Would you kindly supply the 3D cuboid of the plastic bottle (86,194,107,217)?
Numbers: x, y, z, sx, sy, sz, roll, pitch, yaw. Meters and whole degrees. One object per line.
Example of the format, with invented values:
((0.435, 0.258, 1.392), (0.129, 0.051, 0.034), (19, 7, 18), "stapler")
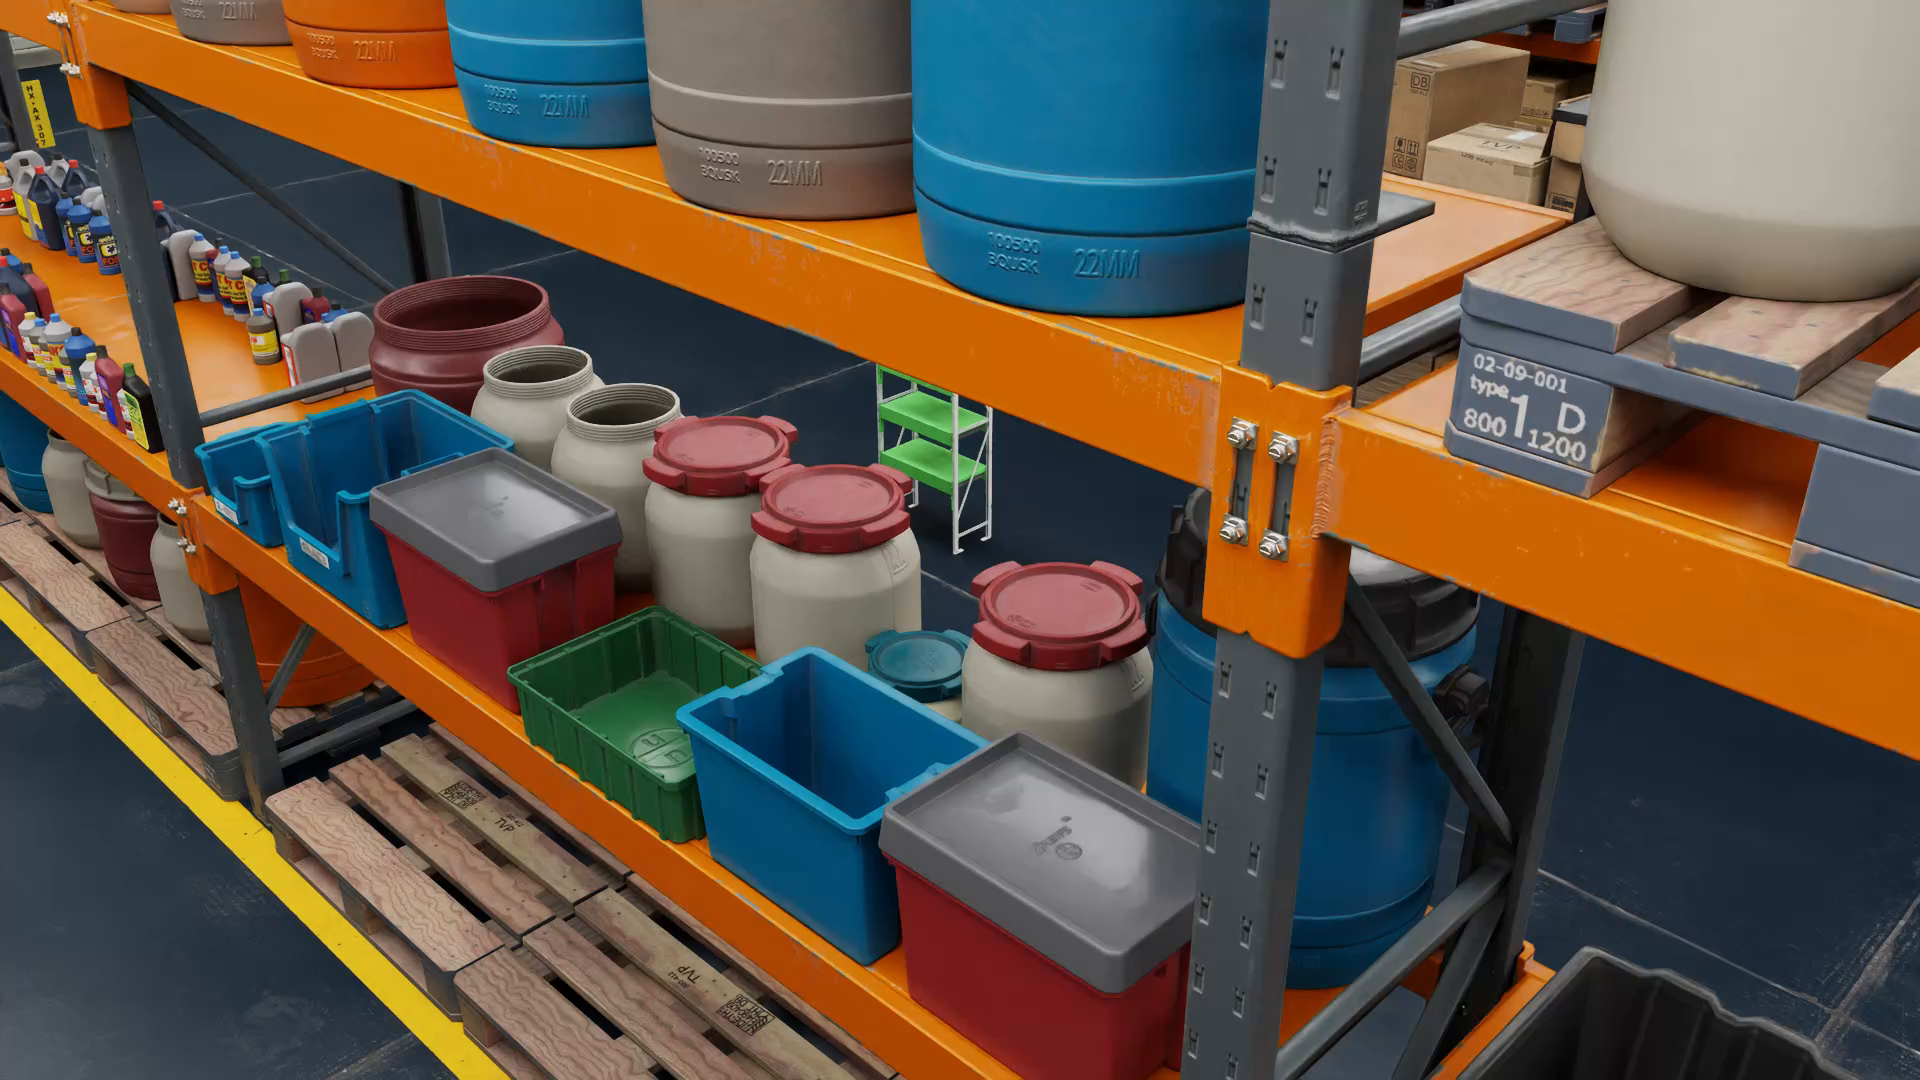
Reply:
((-3.738, -1.399, 7.322), (0.135, 0.276, 0.152), (25, 36, 38), "plastic bottle")

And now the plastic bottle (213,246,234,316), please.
((-2.914, -1.038, 6.640), (0.097, 0.271, 0.097), (0, 28, 0), "plastic bottle")

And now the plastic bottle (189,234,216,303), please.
((-3.078, -1.113, 6.783), (0.097, 0.271, 0.097), (0, 28, 0), "plastic bottle")

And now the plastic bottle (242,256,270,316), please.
((-2.749, -0.980, 6.516), (0.133, 0.283, 0.061), (25, 36, 38), "plastic bottle")

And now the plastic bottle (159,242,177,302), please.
((-3.302, -1.136, 6.741), (0.185, 0.351, 0.144), (25, 36, 38), "plastic bottle")

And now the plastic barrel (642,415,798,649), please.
((-0.617, -0.019, 4.417), (0.433, 0.535, 0.433), (0, 28, 0), "plastic barrel")

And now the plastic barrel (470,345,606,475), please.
((-1.226, -0.283, 4.945), (0.421, 0.512, 0.421), (0, 28, 0), "plastic barrel")

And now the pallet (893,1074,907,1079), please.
((0.156, 1.798, 4.104), (1.213, 0.211, 1.003), (25, 36, 38), "pallet")

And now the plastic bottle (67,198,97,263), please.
((-3.812, -1.350, 7.233), (0.097, 0.271, 0.097), (0, 28, 0), "plastic bottle")

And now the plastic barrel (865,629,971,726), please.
((-0.093, 0.385, 3.943), (0.301, 0.262, 0.301), (0, 28, 0), "plastic barrel")

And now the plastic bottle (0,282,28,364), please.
((-3.512, -0.810, 6.193), (0.133, 0.283, 0.061), (25, 36, 38), "plastic bottle")

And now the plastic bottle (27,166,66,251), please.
((-4.046, -1.482, 7.399), (0.185, 0.351, 0.144), (25, 36, 38), "plastic bottle")

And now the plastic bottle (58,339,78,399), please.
((-3.139, -0.615, 5.910), (0.097, 0.201, 0.097), (0, 28, 0), "plastic bottle")

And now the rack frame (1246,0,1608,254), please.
((0.743, -1.848, 1.596), (0.127, 3.000, 1.000), (25, 36, 38), "rack frame")

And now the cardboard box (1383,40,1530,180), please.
((2.245, -2.060, 7.886), (0.700, 0.500, 0.500), (-19, 33, -32), "cardboard box")

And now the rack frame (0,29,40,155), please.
((-4.961, -1.803, 7.957), (0.127, 3.000, 1.000), (25, 36, 38), "rack frame")

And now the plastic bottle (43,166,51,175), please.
((-4.193, -1.608, 7.718), (0.135, 0.276, 0.152), (25, 36, 38), "plastic bottle")

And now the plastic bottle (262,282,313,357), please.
((-2.521, -0.843, 6.263), (0.135, 0.276, 0.152), (25, 36, 38), "plastic bottle")

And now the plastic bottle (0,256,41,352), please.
((-3.596, -0.905, 6.302), (0.185, 0.351, 0.144), (25, 36, 38), "plastic bottle")

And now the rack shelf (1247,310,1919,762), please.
((2.169, 0.450, 1.221), (4.000, 0.370, 1.077), (25, 36, 38), "rack shelf")

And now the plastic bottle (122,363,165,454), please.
((-2.697, -0.437, 5.483), (0.133, 0.283, 0.061), (25, 36, 38), "plastic bottle")

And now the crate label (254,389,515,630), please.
((-1.590, -0.100, 4.679), (0.616, 0.435, 0.502), (25, 36, 38), "crate label")

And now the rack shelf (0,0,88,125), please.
((-3.535, -2.160, 6.185), (4.000, 0.370, 1.077), (25, 36, 38), "rack shelf")

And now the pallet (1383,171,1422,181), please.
((1.946, -1.860, 8.270), (1.003, 0.211, 1.213), (25, 36, 38), "pallet")

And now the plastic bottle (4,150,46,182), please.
((-4.454, -1.727, 7.945), (0.135, 0.276, 0.152), (25, 36, 38), "plastic bottle")

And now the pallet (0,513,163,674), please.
((-3.566, 0.095, 7.343), (1.213, 0.211, 1.003), (25, 36, 38), "pallet")

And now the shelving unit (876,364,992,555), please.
((-0.118, -0.585, 7.573), (0.503, 1.200, 0.258), (25, 36, 38), "shelving unit")

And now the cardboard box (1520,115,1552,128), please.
((4.260, -2.962, 12.396), (0.500, 0.500, 0.500), (24, 36, 38), "cardboard box")

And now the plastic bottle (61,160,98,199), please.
((-3.945, -1.530, 7.490), (0.185, 0.351, 0.144), (25, 36, 38), "plastic bottle")

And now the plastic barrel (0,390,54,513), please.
((-4.081, -0.646, 7.560), (0.708, 0.901, 0.600), (25, 36, 38), "plastic barrel")

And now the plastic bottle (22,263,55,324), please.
((-3.542, -0.918, 6.398), (0.133, 0.283, 0.061), (25, 36, 38), "plastic bottle")

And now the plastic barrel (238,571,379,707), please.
((-2.470, 0.122, 6.175), (0.708, 0.830, 0.600), (25, 36, 38), "plastic barrel")

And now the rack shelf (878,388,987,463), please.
((-0.118, -0.529, 7.603), (0.480, 0.148, 0.258), (25, 36, 38), "rack shelf")

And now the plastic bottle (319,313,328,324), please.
((-2.324, -0.737, 6.143), (0.097, 0.201, 0.097), (0, 28, 0), "plastic bottle")

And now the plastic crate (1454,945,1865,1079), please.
((1.027, 1.047, 2.602), (0.504, 0.338, 0.767), (25, 36, 38), "plastic crate")

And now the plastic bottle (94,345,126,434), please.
((-2.861, -0.512, 5.627), (0.133, 0.283, 0.061), (25, 36, 38), "plastic bottle")

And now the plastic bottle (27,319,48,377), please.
((-3.347, -0.710, 6.091), (0.097, 0.201, 0.097), (0, 28, 0), "plastic bottle")

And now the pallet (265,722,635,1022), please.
((-1.584, 1.002, 5.618), (1.213, 0.211, 1.003), (25, 36, 38), "pallet")

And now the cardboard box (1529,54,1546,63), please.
((4.229, -3.637, 12.873), (0.500, 0.250, 0.500), (24, 36, 38), "cardboard box")

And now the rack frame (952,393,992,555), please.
((0.056, -0.505, 7.422), (0.015, 1.200, 0.240), (25, 36, 38), "rack frame")

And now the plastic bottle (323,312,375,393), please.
((-2.191, -0.692, 5.976), (0.135, 0.276, 0.152), (25, 36, 38), "plastic bottle")

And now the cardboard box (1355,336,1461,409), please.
((2.260, -0.842, 8.341), (0.500, 0.500, 0.700), (21, 34, 34), "cardboard box")

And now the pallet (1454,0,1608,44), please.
((4.330, -3.867, 12.088), (1.003, 0.211, 1.213), (25, 36, 38), "pallet")

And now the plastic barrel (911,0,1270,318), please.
((0.228, -0.836, 2.356), (0.708, 0.901, 0.600), (25, 36, 38), "plastic barrel")

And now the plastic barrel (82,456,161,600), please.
((-3.275, -0.139, 6.932), (0.708, 0.588, 0.600), (25, 36, 38), "plastic barrel")

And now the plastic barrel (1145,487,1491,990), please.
((0.680, 0.358, 3.307), (0.708, 0.901, 0.600), (25, 36, 38), "plastic barrel")

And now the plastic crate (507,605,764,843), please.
((-0.697, 0.426, 3.944), (0.662, 0.188, 0.450), (25, 36, 38), "plastic crate")

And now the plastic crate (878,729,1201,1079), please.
((0.183, 0.722, 3.085), (0.583, 0.464, 0.402), (25, 36, 38), "plastic crate")

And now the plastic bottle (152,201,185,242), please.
((-3.291, -1.231, 6.921), (0.185, 0.351, 0.144), (25, 36, 38), "plastic bottle")

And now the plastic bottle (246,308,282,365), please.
((-2.595, -0.762, 6.190), (0.097, 0.201, 0.097), (0, 28, 0), "plastic bottle")

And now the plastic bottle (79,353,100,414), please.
((-3.000, -0.551, 5.789), (0.097, 0.201, 0.097), (0, 28, 0), "plastic bottle")

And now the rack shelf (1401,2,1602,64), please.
((3.487, -4.089, 13.077), (4.000, 0.370, 1.077), (25, 36, 38), "rack shelf")

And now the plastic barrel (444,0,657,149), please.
((-0.704, -1.263, 3.168), (0.708, 0.901, 0.600), (25, 36, 38), "plastic barrel")

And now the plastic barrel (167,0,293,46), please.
((-1.676, -1.708, 4.013), (0.600, 0.901, 0.600), (0, 28, 0), "plastic barrel")

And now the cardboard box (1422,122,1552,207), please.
((2.397, -1.638, 7.352), (0.500, 0.250, 0.500), (23, 36, 37), "cardboard box")

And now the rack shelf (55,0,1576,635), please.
((-0.683, -0.855, 3.703), (4.000, 0.370, 1.077), (25, 36, 38), "rack shelf")
